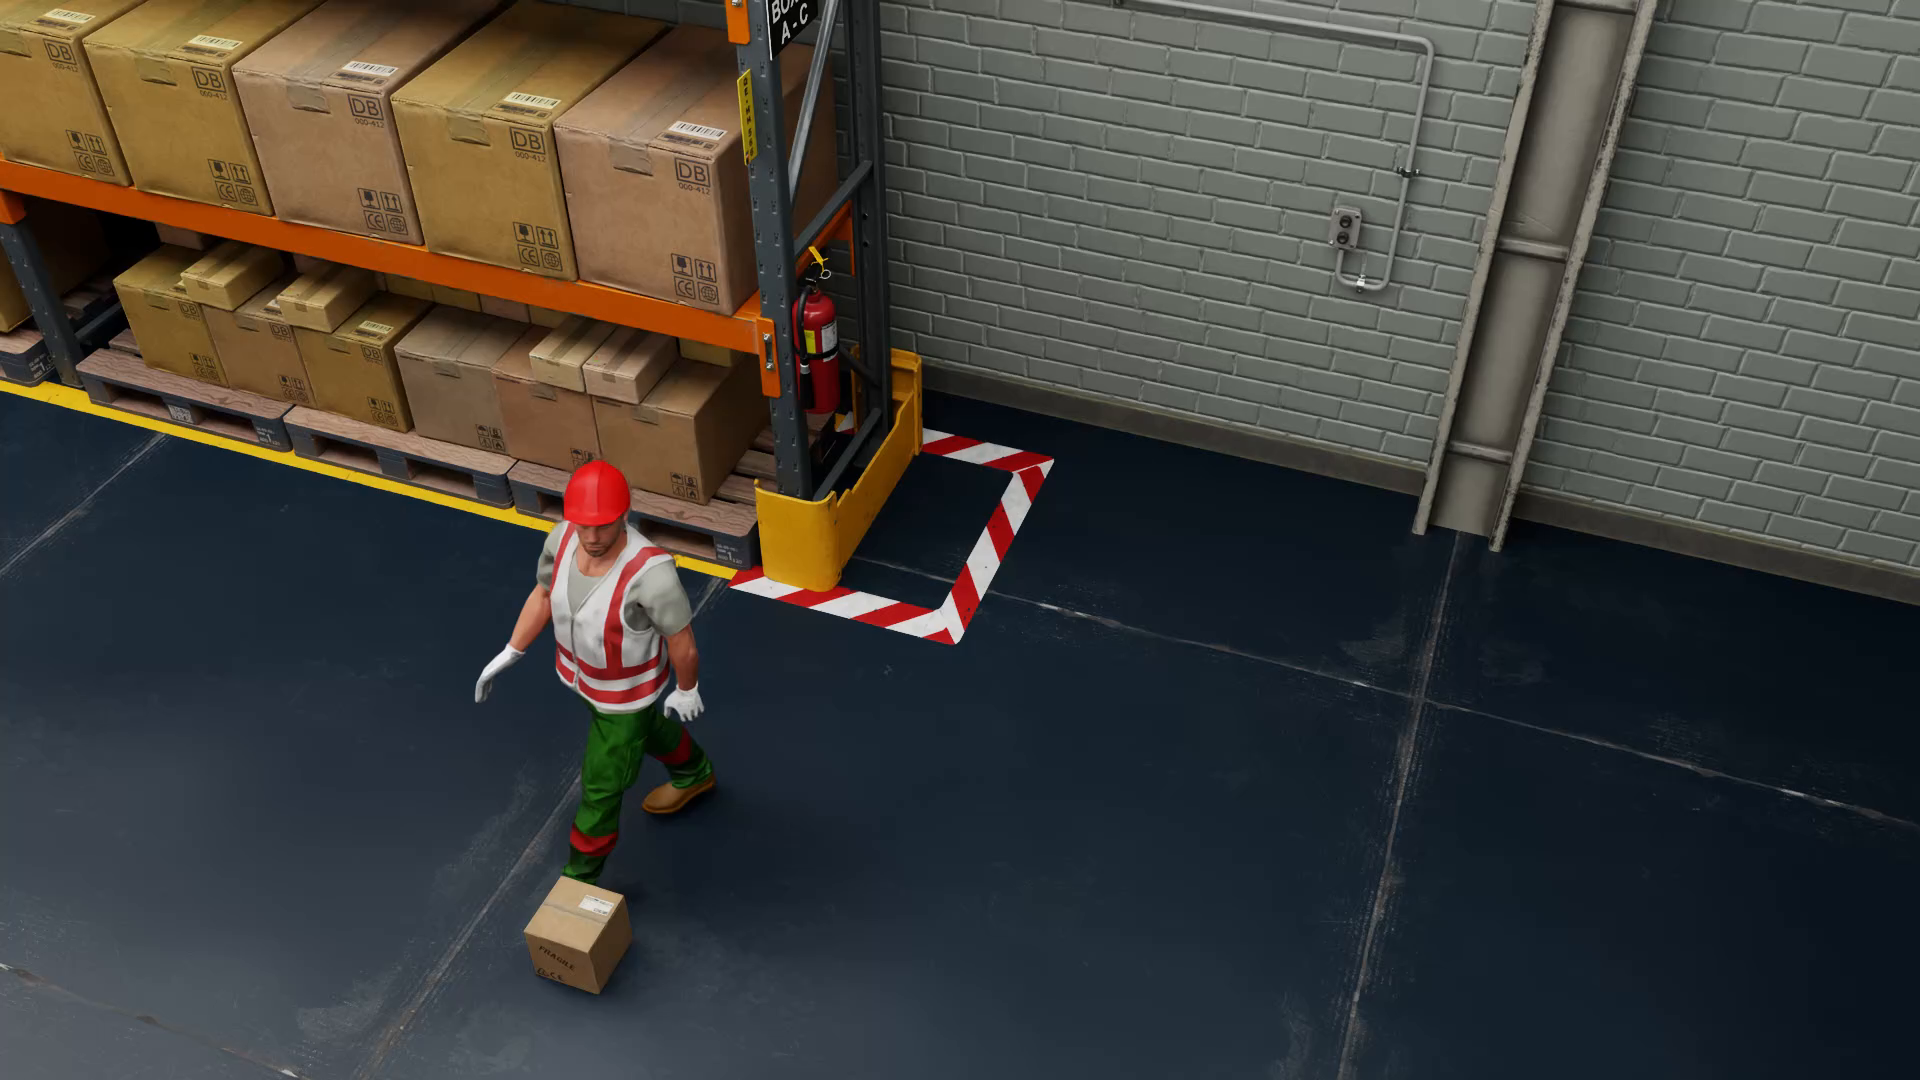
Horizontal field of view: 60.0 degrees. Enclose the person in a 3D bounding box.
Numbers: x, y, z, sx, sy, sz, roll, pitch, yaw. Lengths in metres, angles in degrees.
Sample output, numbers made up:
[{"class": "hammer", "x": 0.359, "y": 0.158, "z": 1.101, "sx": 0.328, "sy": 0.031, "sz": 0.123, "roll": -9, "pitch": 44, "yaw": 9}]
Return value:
[{"class": "person", "x": -1.246, "y": 0.507, "z": 5.557, "sx": 0.585, "sy": 1.745, "sz": 0.939, "roll": 29, "pitch": 49, "yaw": 29}]
